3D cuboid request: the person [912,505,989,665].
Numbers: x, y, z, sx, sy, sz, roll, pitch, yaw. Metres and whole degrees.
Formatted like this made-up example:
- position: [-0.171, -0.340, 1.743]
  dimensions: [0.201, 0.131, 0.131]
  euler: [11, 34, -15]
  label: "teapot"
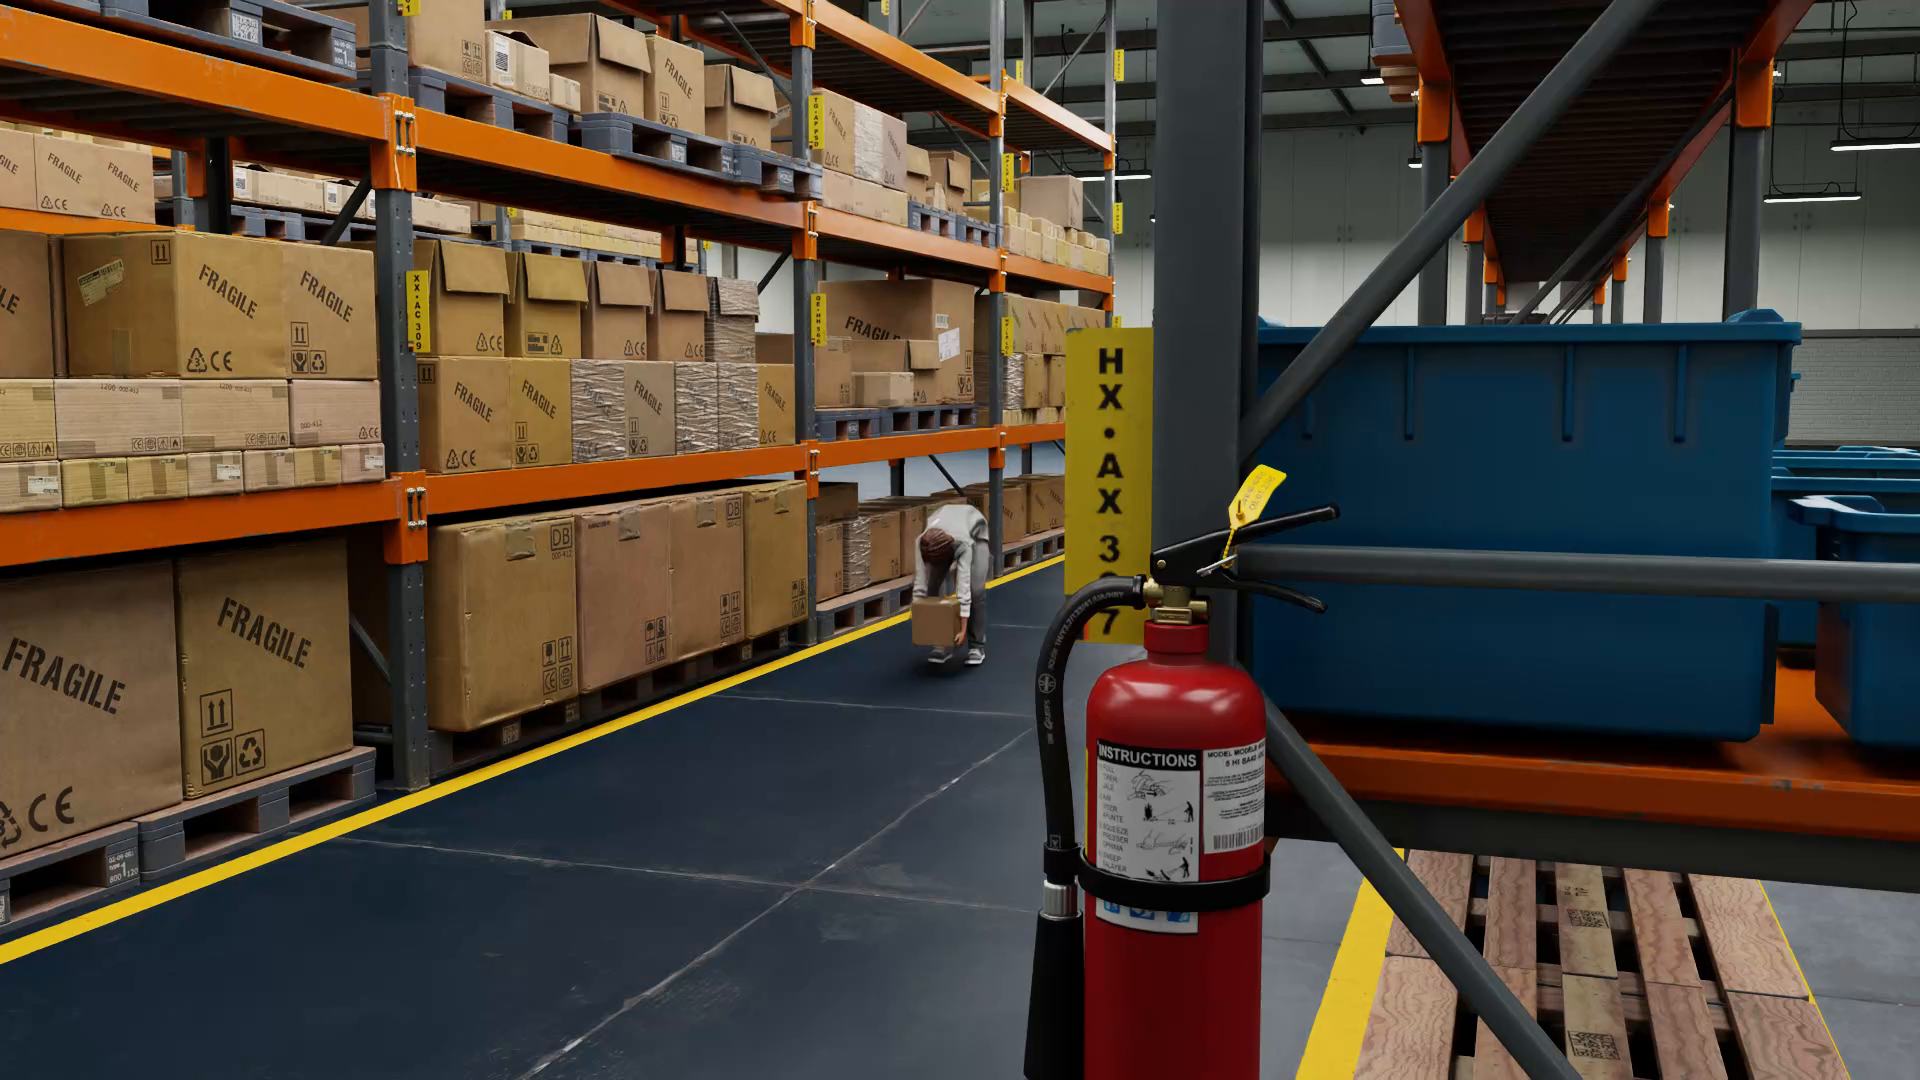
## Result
- position: [-0.069, 0.282, 9.862]
  dimensions: [0.409, 0.960, 0.868]
  euler: [2, 6, 16]
  label: "person"
